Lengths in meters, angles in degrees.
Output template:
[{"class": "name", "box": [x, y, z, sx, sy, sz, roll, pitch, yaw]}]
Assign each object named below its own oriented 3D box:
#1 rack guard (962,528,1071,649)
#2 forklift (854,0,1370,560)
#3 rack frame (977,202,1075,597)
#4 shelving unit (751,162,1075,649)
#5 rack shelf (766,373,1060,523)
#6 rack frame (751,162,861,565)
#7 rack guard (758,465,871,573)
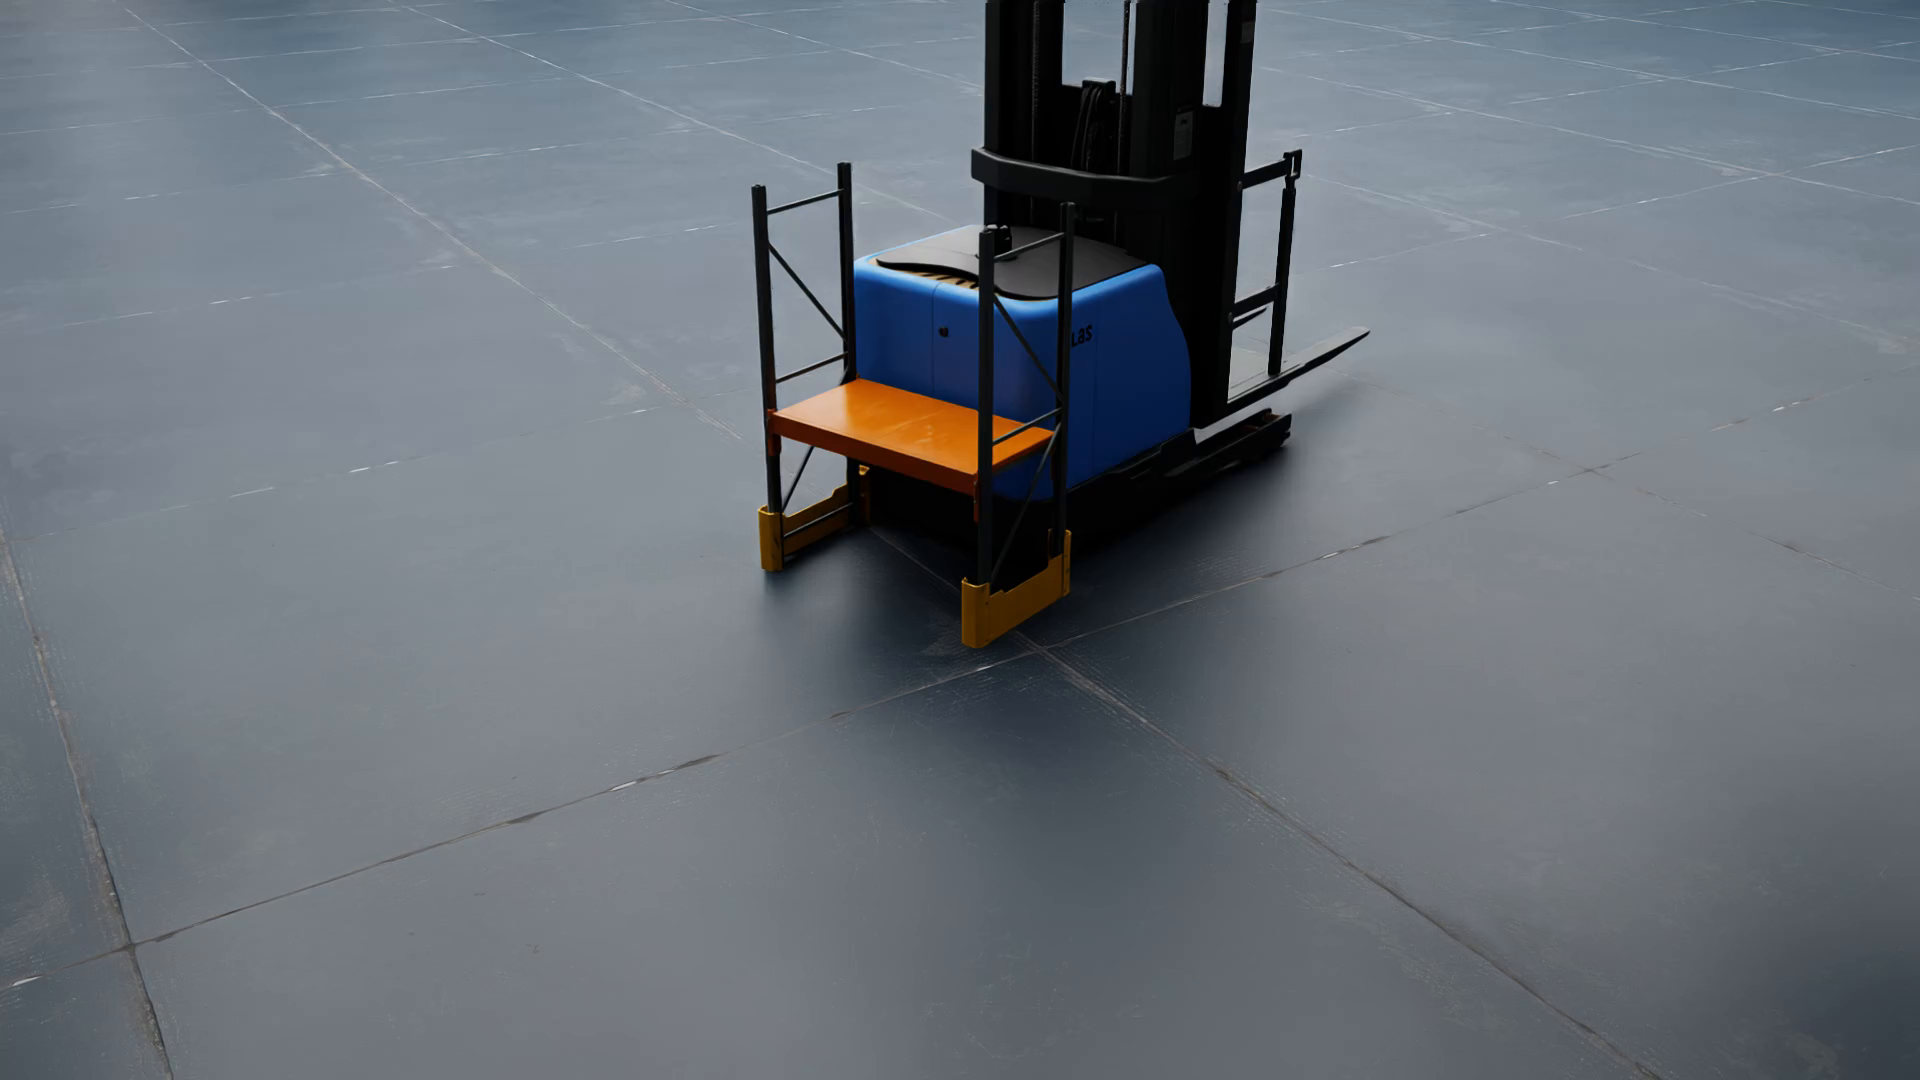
[{"class": "rack guard", "box": [0.211, 0.171, 6.096, 0.087, 0.250, 0.587, 18, 31, 34]}, {"class": "forklift", "box": [0.869, -1.802, 7.134, 1.130, 2.935, 3.031, 20, 32, 36]}, {"class": "rack frame", "box": [0.227, -0.389, 5.818, 0.032, 1.500, 0.500, 18, 31, 34]}, {"class": "shelving unit", "box": [-0.181, -0.525, 6.106, 1.083, 1.500, 0.587, 18, 31, 34]}, {"class": "rack shelf", "box": [-0.174, -0.360, 6.178, 1.000, 0.185, 0.538, 18, 31, 34]}, {"class": "rack frame", "box": [-0.575, -0.657, 6.384, 0.032, 1.500, 0.500, 18, 31, 34]}, {"class": "rack guard", "box": [-0.574, -0.091, 6.650, 0.087, 0.250, 0.587, 18, 31, 34]}]
